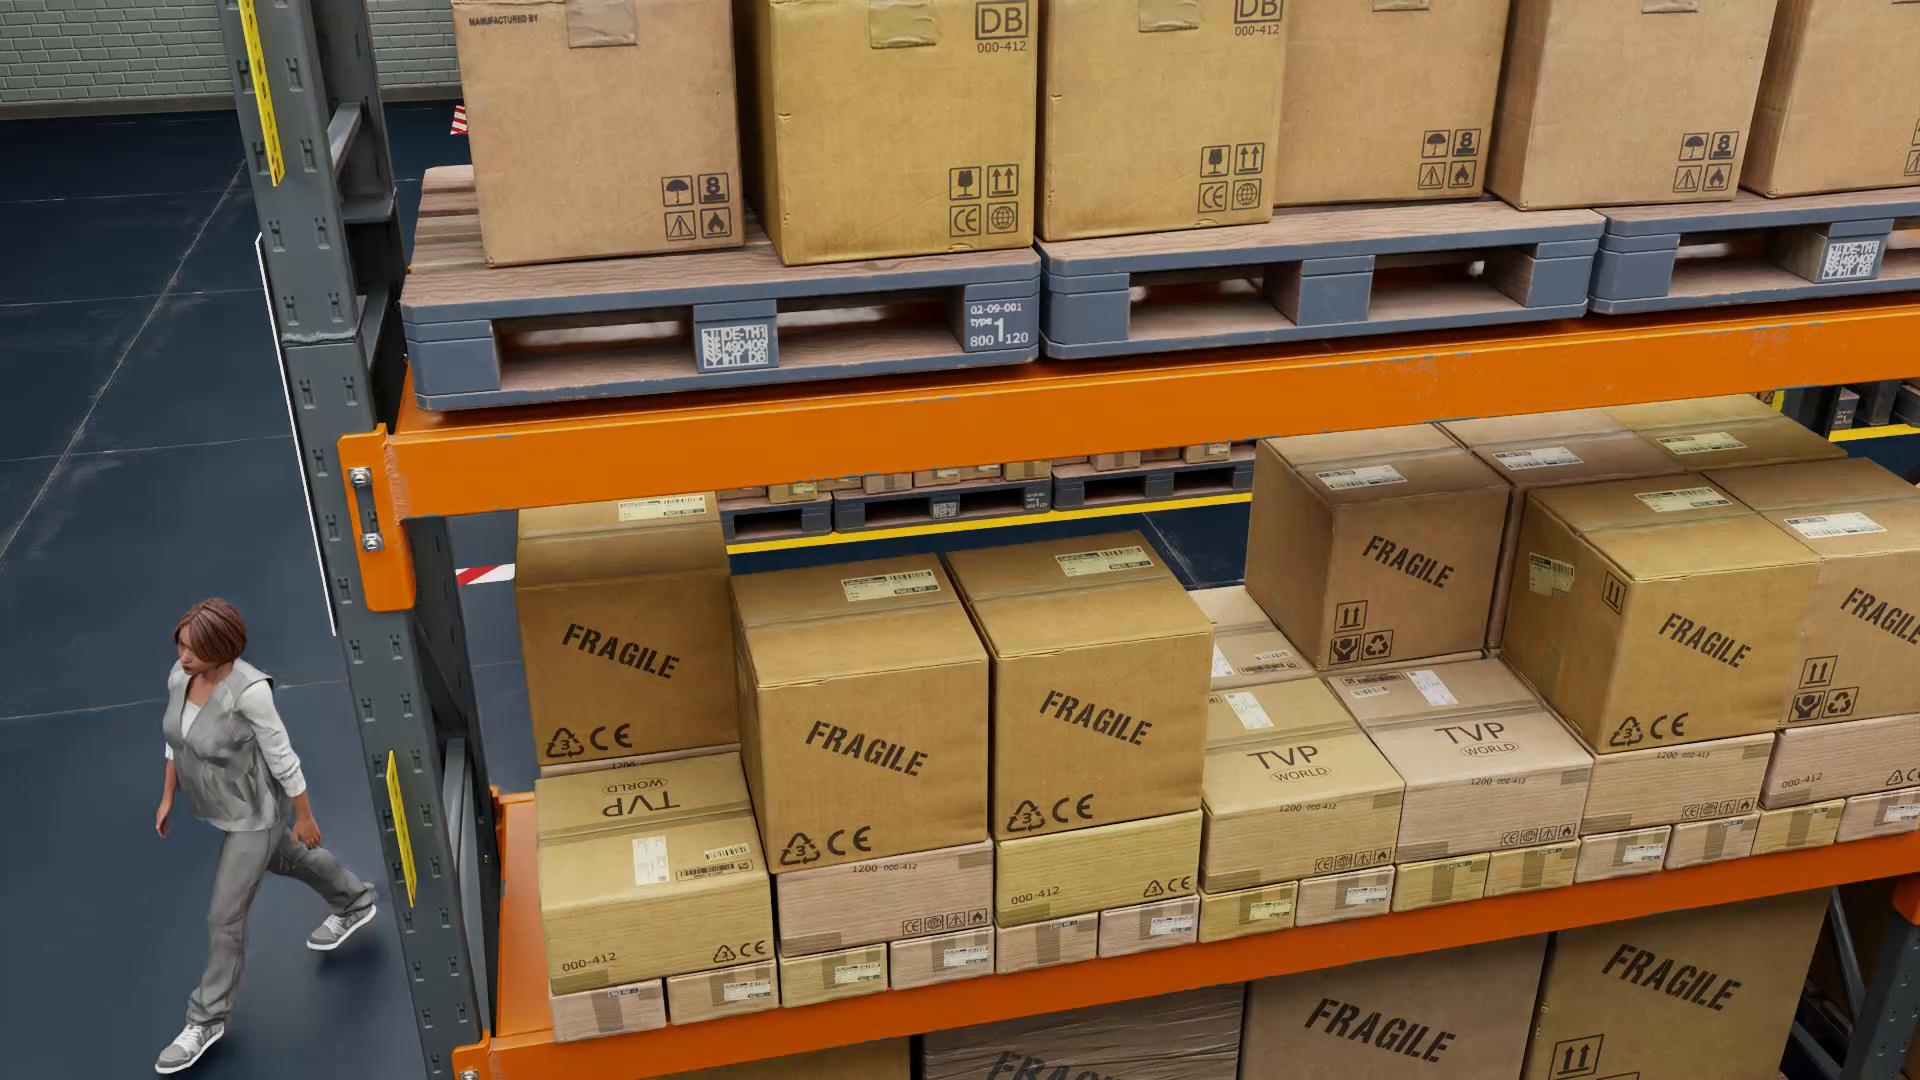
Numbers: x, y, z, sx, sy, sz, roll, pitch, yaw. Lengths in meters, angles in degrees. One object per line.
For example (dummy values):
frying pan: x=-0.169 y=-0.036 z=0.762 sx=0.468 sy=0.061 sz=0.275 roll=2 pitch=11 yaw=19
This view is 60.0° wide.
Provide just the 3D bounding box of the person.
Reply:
person: x=-2.375 y=0.883 z=5.403 sx=0.457 sy=1.520 sz=0.921 roll=18 pitch=32 yaw=31
